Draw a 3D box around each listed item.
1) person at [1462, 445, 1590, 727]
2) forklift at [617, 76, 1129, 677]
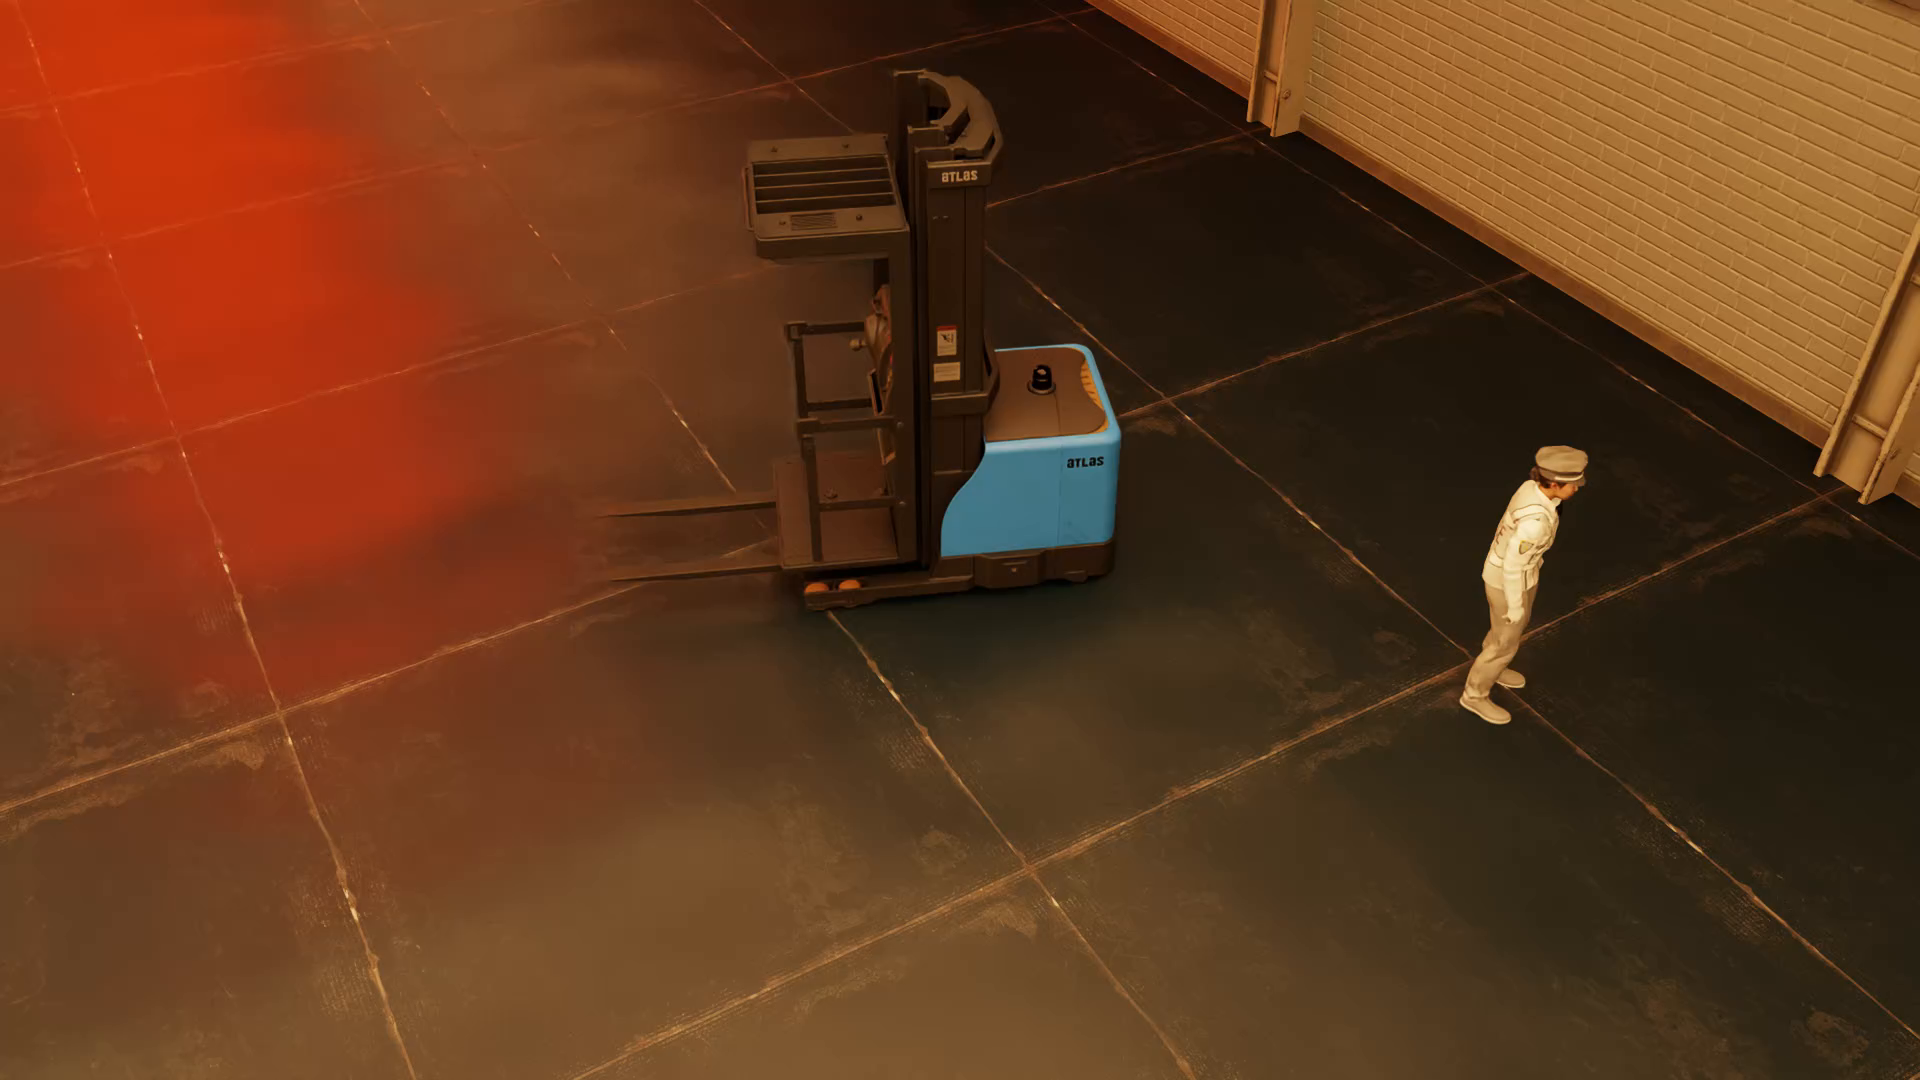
[{"bbox_3d":[2.949,0.207,8.783,0.376,1.662,0.528,16,42,18],"label":"person"},{"bbox_3d":[-0.509,-0.911,9.135,3.031,2.935,1.130,-22,45,-25],"label":"forklift"}]
